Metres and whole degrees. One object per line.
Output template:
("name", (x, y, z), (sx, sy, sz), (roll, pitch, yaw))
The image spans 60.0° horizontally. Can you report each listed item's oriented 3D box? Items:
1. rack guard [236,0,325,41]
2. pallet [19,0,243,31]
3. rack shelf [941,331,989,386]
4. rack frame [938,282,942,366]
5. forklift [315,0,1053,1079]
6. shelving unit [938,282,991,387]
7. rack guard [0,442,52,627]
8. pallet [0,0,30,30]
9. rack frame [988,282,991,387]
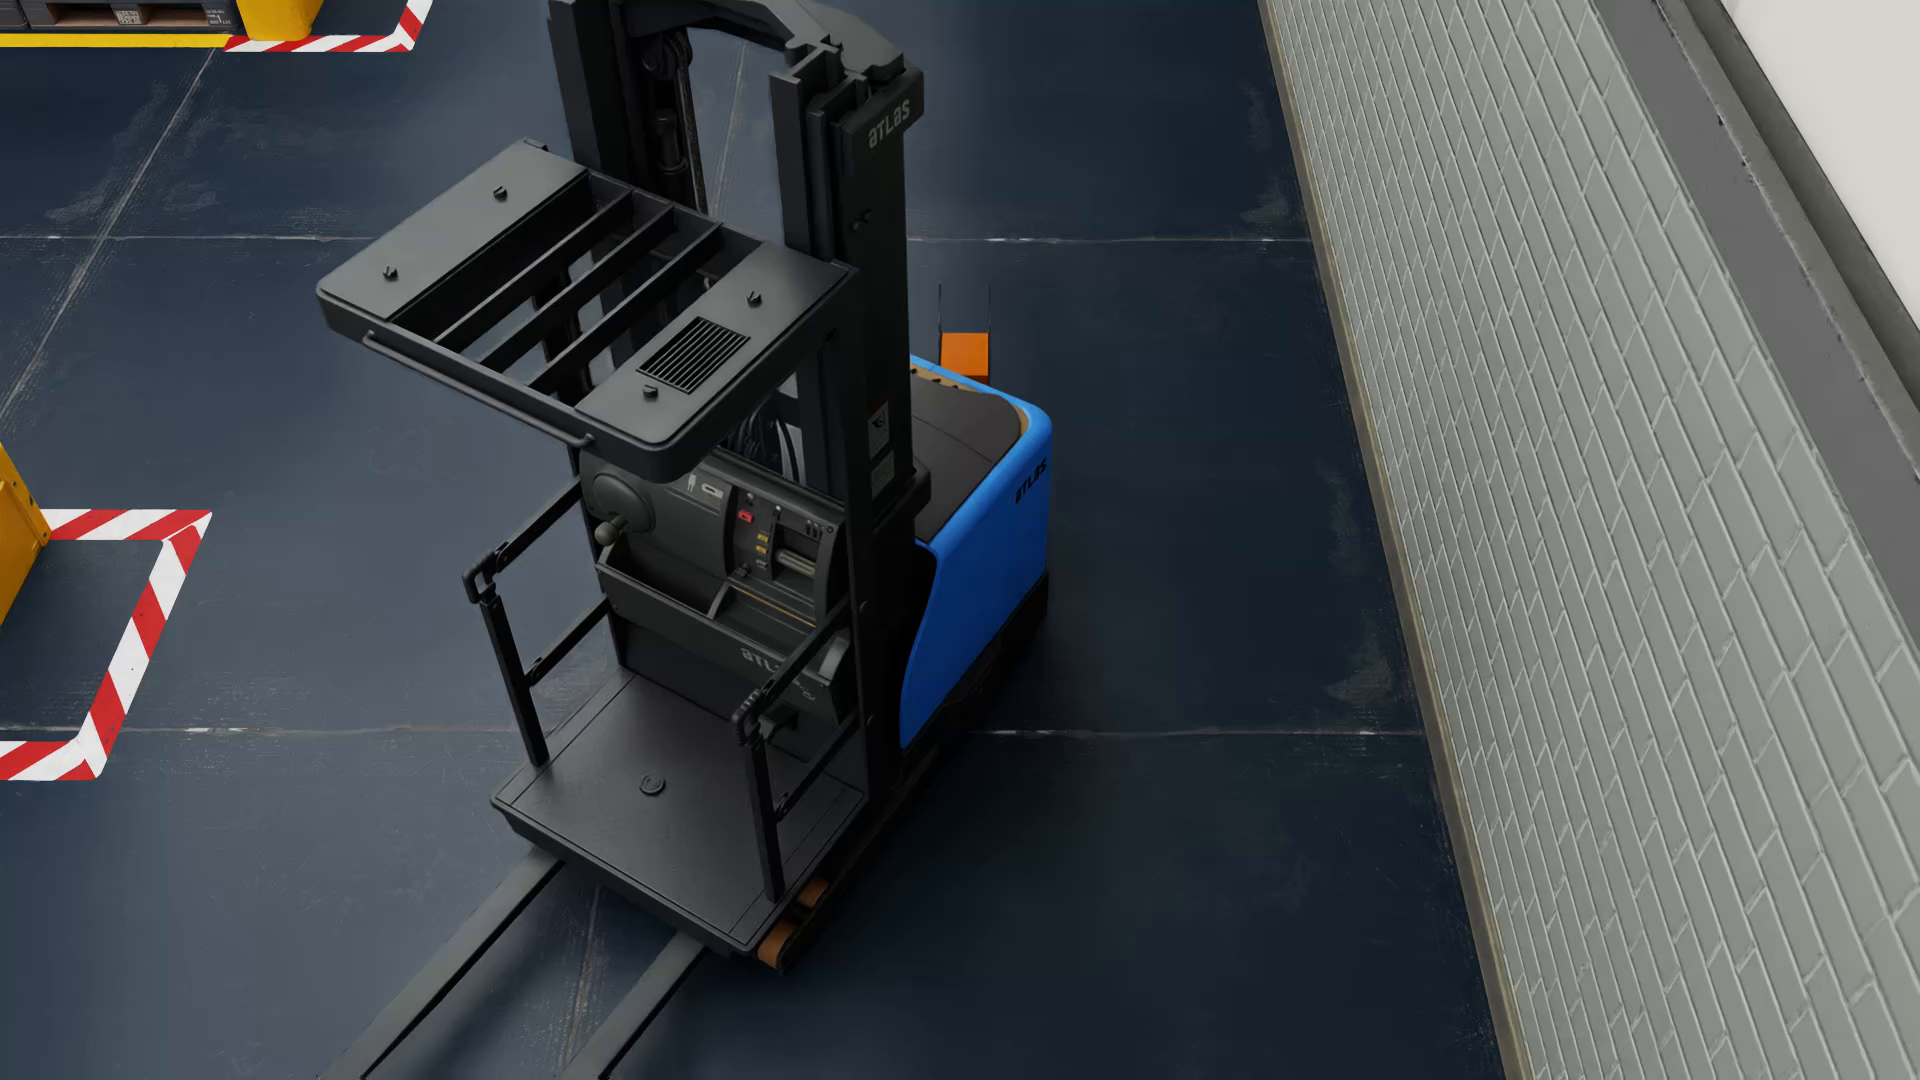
("rack guard", (-3.898, -3.442, 9.693), (0.348, 0.500, 1.175), (0, 47, 0))
("pallet", (-4.747, -3.364, 9.818), (1.213, 0.211, 1.003), (0, 47, 0))
("rack shelf", (0.017, -0.659, 6.194), (0.180, 0.103, 0.258), (1, 47, 1))
("rack frame", (-0.074, -0.445, 6.426), (0.006, 1.200, 0.240), (1, 47, 1))
("forklift", (-0.865, 0.020, 4.809), (1.130, 2.935, 3.031), (24, 52, 21))
("shelving unit", (0.017, -0.444, 6.425), (0.189, 1.200, 0.258), (1, 47, 1))
("rack guard", (-3.917, 0.193, 6.309), (0.348, 0.500, 1.175), (0, 47, 0))
("pallet", (-5.964, -3.370, 9.823), (1.213, 0.211, 1.003), (0, 47, 0))
("rack frame", (0.109, -0.443, 6.424), (0.006, 1.200, 0.240), (1, 47, 1))
